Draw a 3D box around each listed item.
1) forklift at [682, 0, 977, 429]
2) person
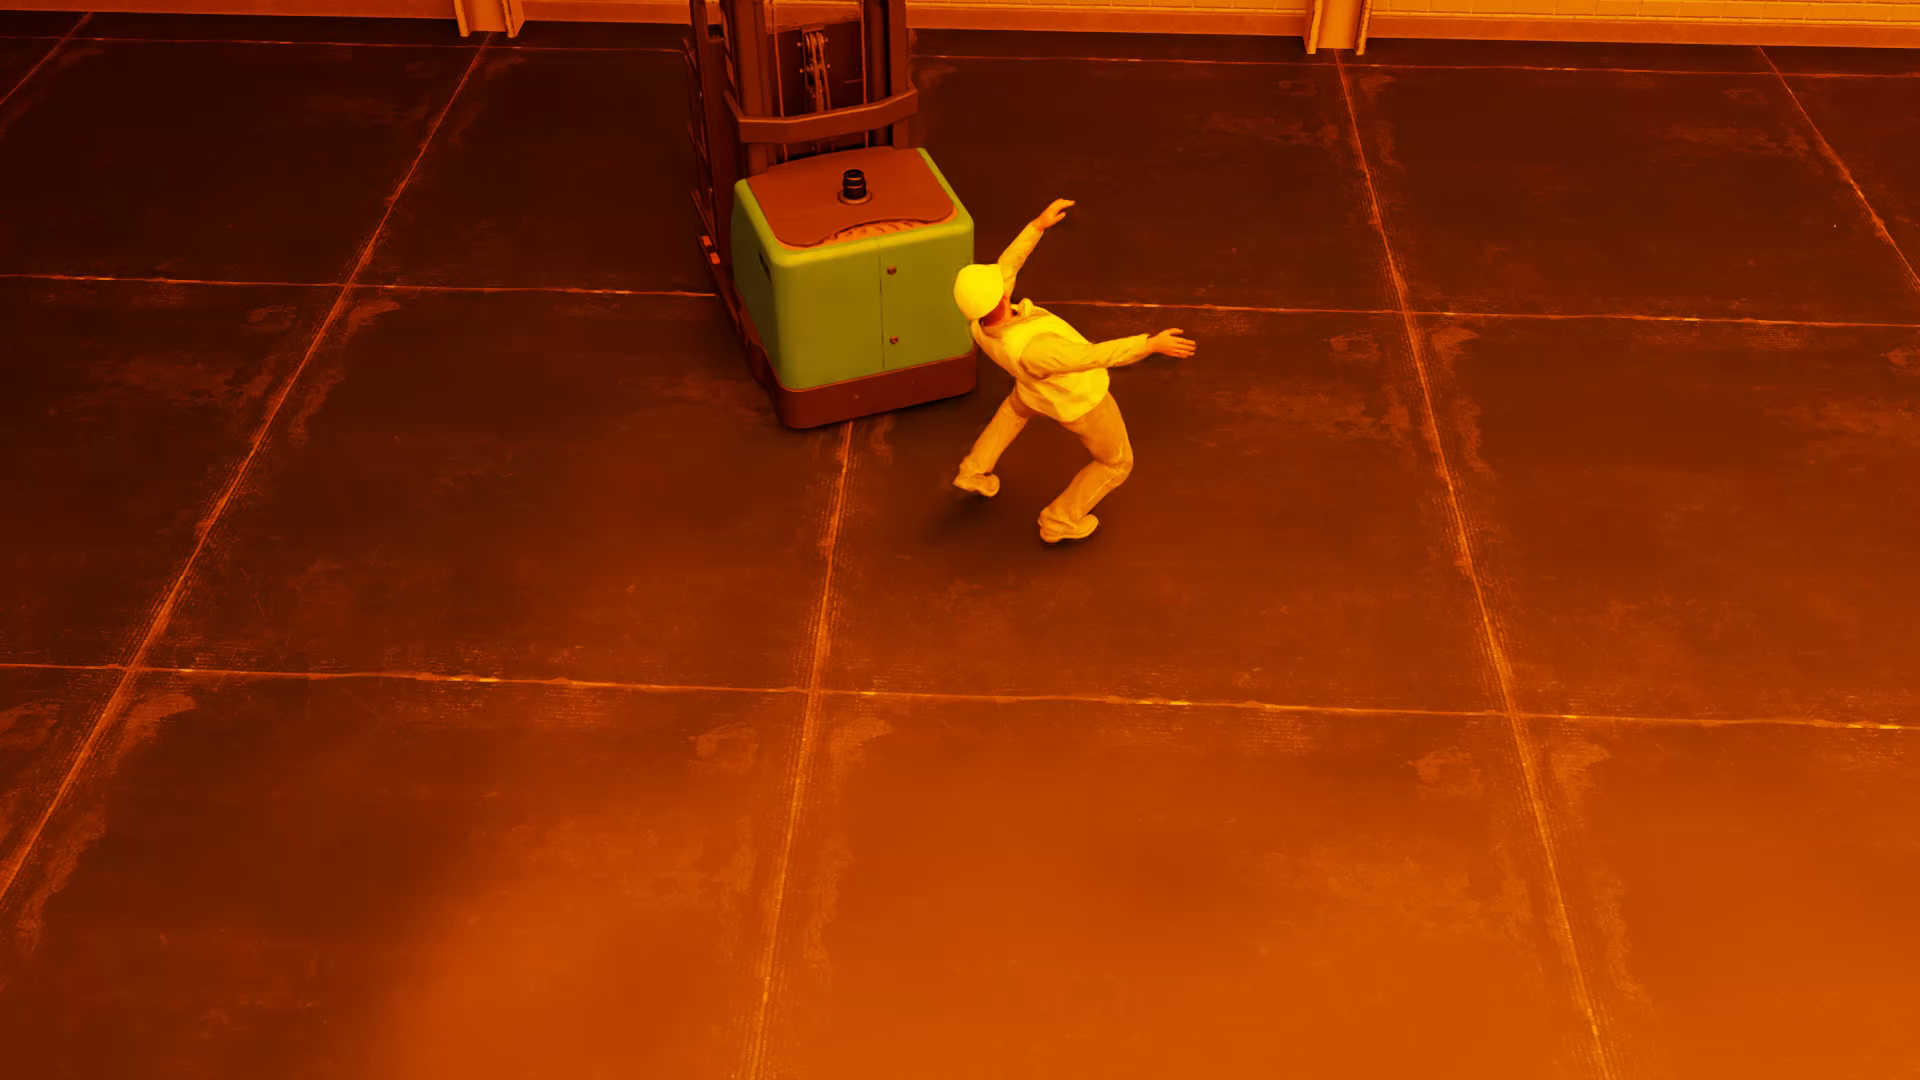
[{"bbox_3d":[-0.889,-2.652,8.647,1.130,2.935,3.031,-14,44,-14],"label":"forklift"},{"bbox_3d":[0.468,-0.603,7.402,1.047,1.559,0.706,32,51,30],"label":"person"}]
